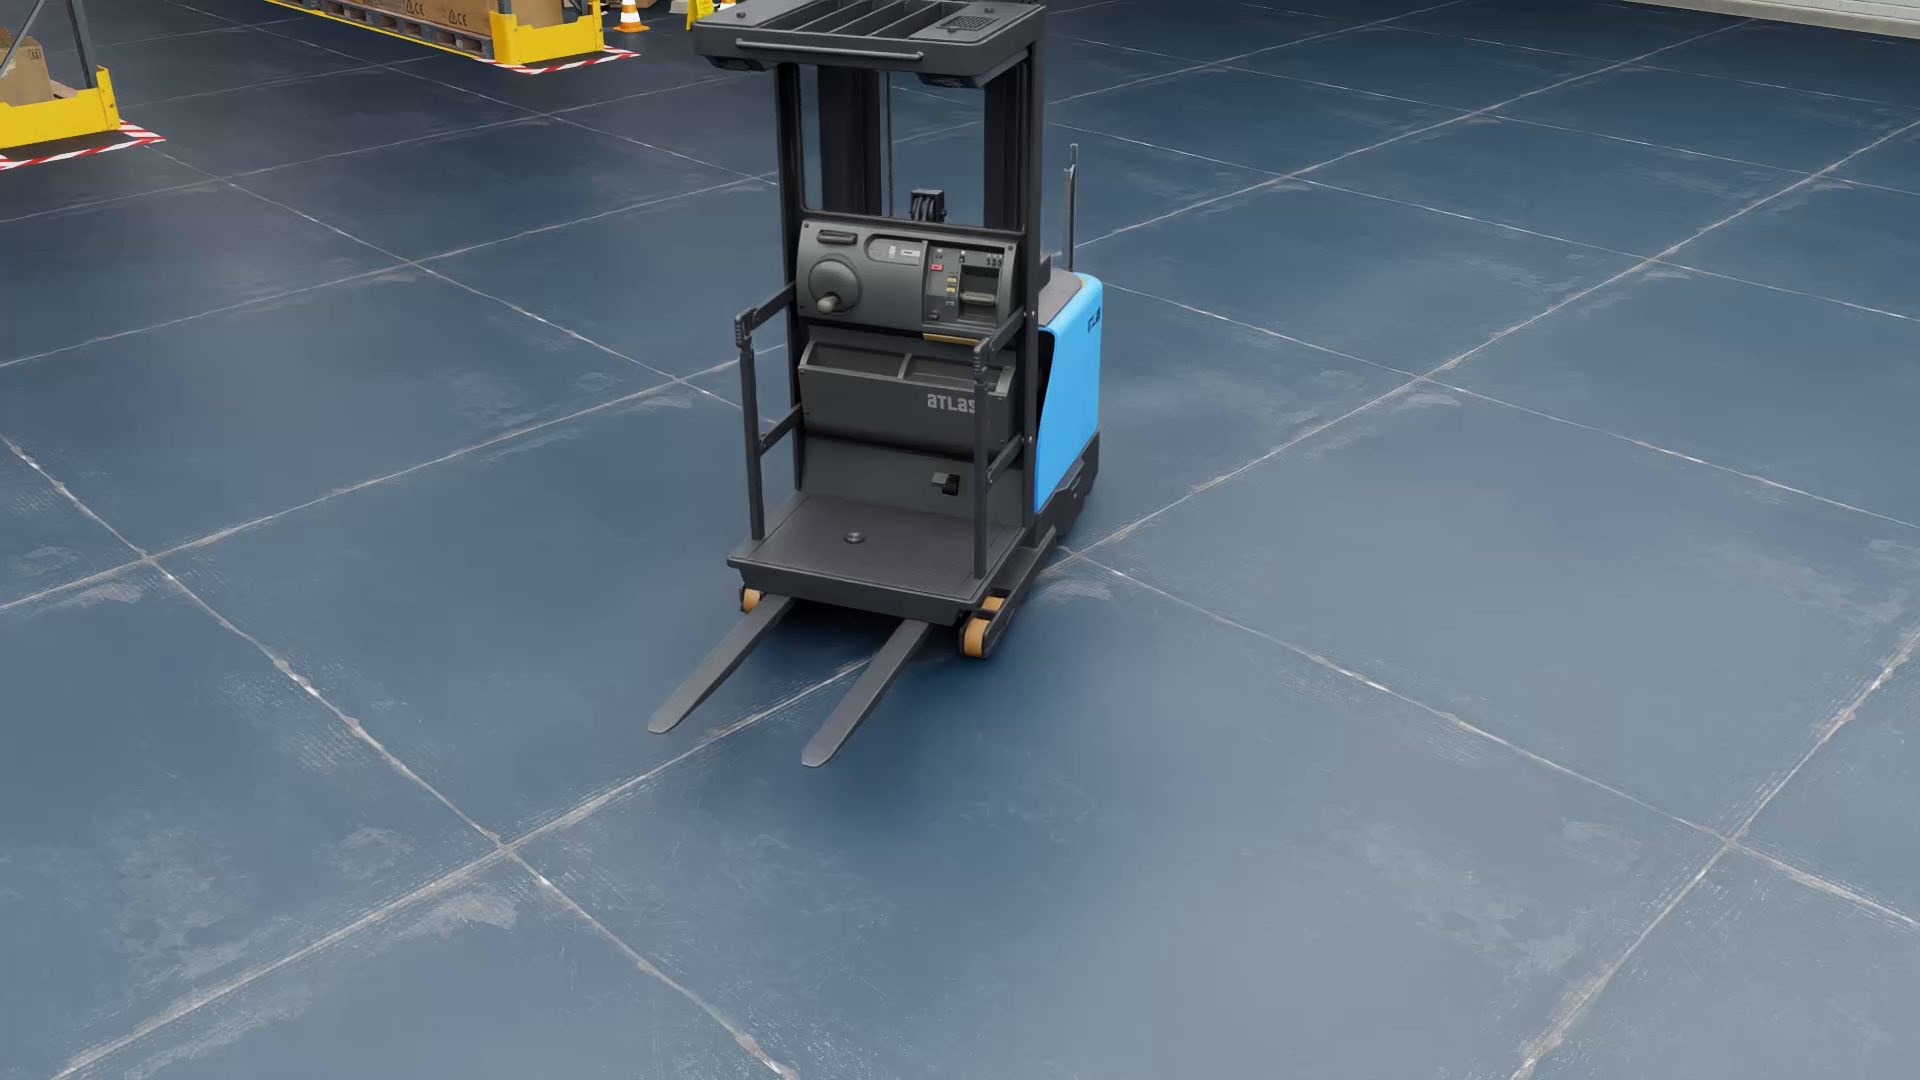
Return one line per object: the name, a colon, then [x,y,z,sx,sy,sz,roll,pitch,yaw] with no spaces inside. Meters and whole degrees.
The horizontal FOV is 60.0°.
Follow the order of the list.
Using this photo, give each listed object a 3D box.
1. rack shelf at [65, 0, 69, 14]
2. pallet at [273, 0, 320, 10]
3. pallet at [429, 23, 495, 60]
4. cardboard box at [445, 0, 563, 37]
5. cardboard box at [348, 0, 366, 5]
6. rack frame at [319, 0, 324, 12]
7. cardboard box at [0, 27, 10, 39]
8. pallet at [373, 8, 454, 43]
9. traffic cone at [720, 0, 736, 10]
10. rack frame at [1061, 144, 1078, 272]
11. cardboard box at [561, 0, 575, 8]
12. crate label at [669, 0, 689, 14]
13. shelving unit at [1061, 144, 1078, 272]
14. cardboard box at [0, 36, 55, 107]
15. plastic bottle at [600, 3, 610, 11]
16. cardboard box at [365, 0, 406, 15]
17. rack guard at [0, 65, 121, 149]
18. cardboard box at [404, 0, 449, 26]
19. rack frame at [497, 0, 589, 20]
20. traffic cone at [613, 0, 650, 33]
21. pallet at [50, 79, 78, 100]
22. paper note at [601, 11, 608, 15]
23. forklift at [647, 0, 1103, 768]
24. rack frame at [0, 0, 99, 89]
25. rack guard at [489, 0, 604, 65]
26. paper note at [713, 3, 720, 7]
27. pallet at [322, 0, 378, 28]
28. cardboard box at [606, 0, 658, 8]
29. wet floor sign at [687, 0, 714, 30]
rack shelf: [-9.275,-5.130,15.056,4.000,0.370,1.077,25,36,38]
pallet: [-7.754,-6.707,20.278,1.213,0.211,1.003,25,36,38]
pallet: [-4.924,-5.410,17.811,1.213,0.211,1.003,25,36,38]
cardboard box: [-4.829,-5.854,17.492,0.875,0.875,0.875,25,37,39]
cardboard box: [-6.752,-6.731,19.160,0.875,0.875,0.875,-25,36,-38]
rack frame: [-7.151,-7.714,19.198,0.127,3.000,1.000,25,36,38]
cardboard box: [-8.732,-4.268,14.879,0.500,0.500,0.500,-15,31,-27]
pallet: [-5.790,-5.808,18.568,1.213,0.211,1.003,25,36,38]
traffic cone: [-2.648,-6.195,19.034,0.334,0.463,0.336,25,36,38]
rack frame: [0.538,-1.193,8.407,0.032,1.500,0.500,3,28,7]
cardboard box: [-4.634,-6.554,19.930,0.396,0.266,0.258,-18,33,-31]
crate label: [-3.252,-6.287,19.559,0.298,0.136,0.250,7,29,13]
shelving unit: [0.025,-1.224,8.466,1.083,1.500,0.587,3,28,7]
cardboard box: [-8.282,-4.085,14.530,0.500,0.500,0.500,-18,33,-30]
plastic bottle: [-4.302,-6.325,19.713,0.283,0.061,0.133,12,30,22]
cardboard box: [-6.107,-6.438,18.603,0.875,0.875,0.875,25,37,39]
rack guard: [-7.903,-3.714,14.277,0.348,0.500,1.175,25,36,38]
cardboard box: [-5.458,-6.140,18.036,0.875,0.875,0.875,24,36,38]
rack frame: [-4.299,-6.409,16.716,0.127,3.000,1.000,25,36,38]
traffic cone: [-3.682,-5.931,18.532,0.334,0.463,0.336,25,36,38]
pallet: [-8.457,-3.863,14.871,1.213,0.211,1.003,25,36,38]
paper note: [-4.197,-6.156,19.426,0.144,0.017,0.142,-13,30,-22]
forklift: [-0.295,-1.026,6.552,1.130,2.935,3.031,10,29,18]
rack frame: [-7.849,-4.796,13.648,0.127,3.000,1.000,25,36,38]
rack guard: [-4.282,-5.295,17.283,0.348,0.500,1.175,25,36,38]
paper note: [-2.970,-6.419,19.924,0.142,0.019,0.148,12,30,22]
pallet: [-6.664,-6.206,19.326,1.213,0.211,1.003,25,36,38]
cardboard box: [-3.928,-6.713,19.976,0.637,0.503,0.797,2,28,4]
wet floor sign: [-2.890,-6.015,18.495,0.232,0.644,0.267,18,33,30]
